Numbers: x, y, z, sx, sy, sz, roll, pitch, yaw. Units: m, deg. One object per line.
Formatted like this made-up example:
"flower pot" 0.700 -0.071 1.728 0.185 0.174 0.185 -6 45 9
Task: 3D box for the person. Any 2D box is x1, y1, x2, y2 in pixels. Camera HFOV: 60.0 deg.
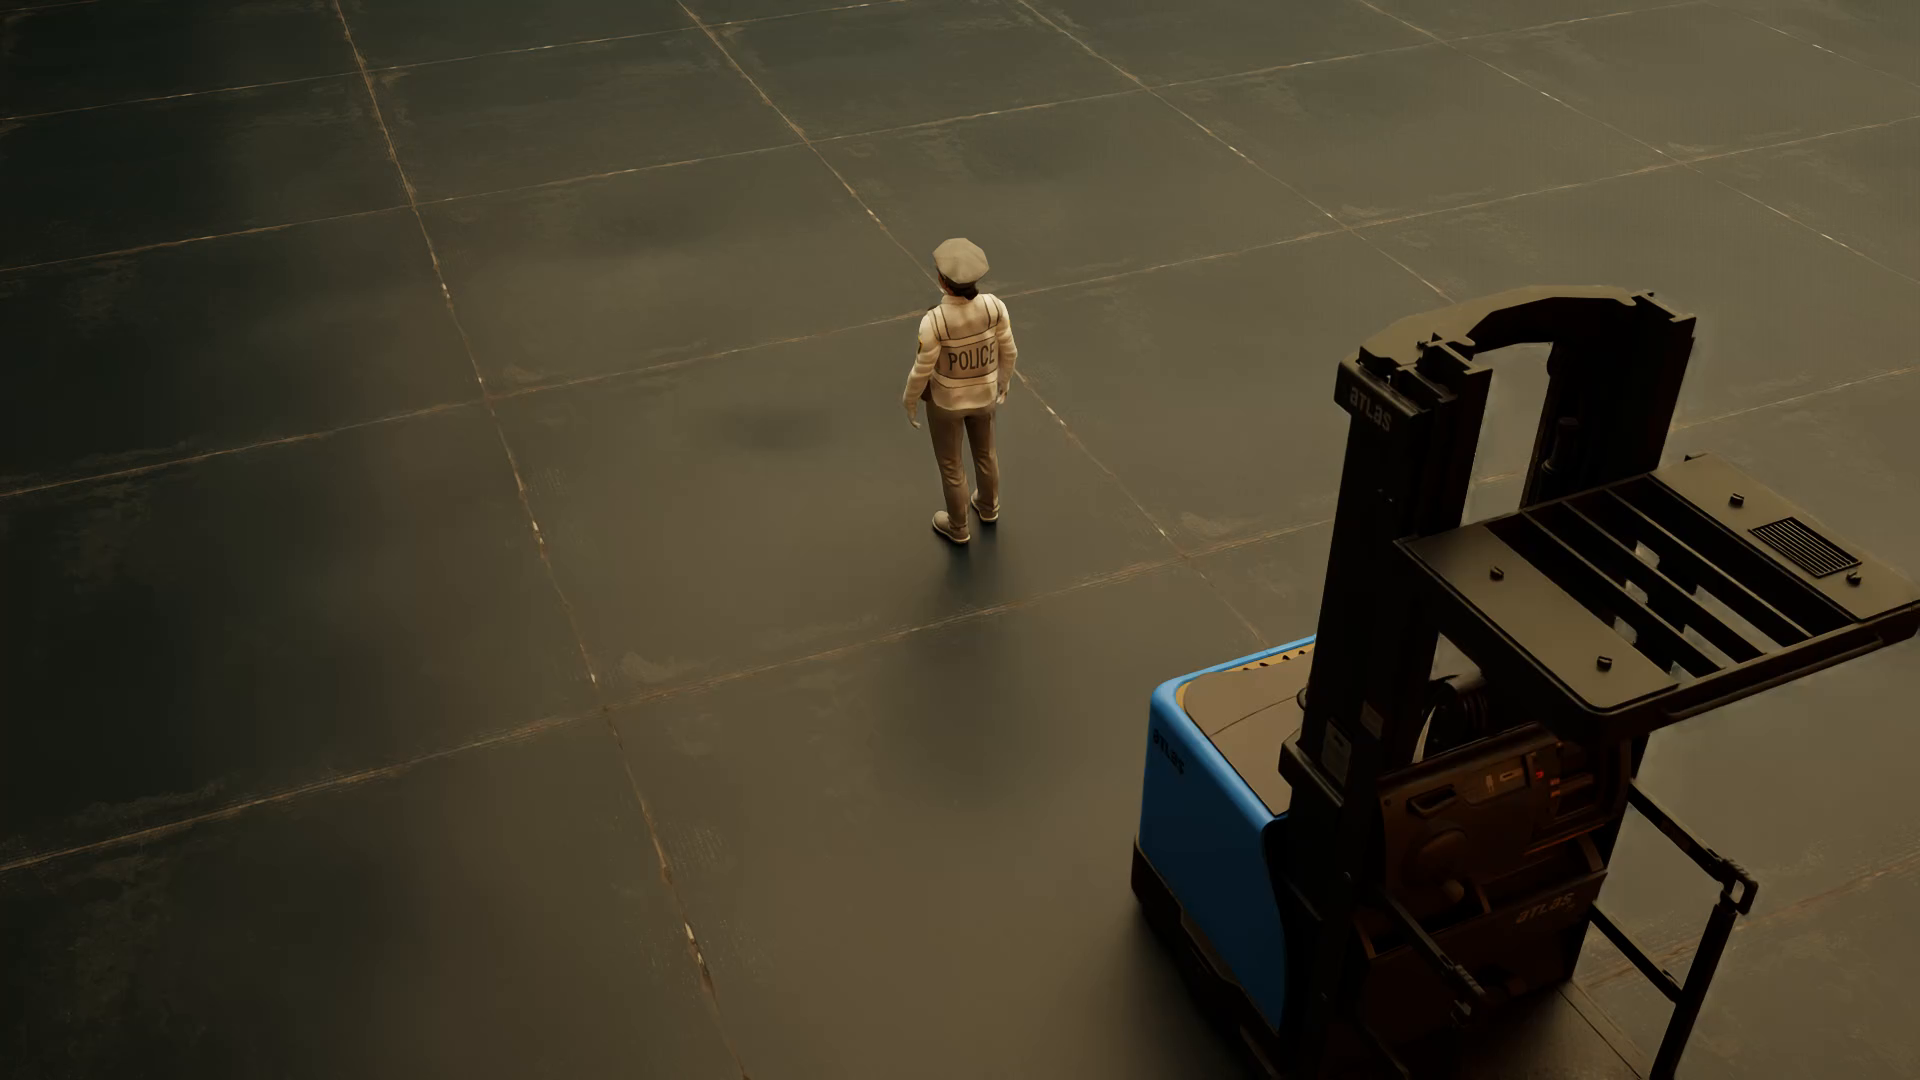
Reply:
"person" -0.021 -0.734 8.186 0.588 1.695 0.531 -14 38 -19

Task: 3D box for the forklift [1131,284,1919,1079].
"forklift" 1.745 0.869 4.876 1.130 2.935 3.031 -15 38 -20
